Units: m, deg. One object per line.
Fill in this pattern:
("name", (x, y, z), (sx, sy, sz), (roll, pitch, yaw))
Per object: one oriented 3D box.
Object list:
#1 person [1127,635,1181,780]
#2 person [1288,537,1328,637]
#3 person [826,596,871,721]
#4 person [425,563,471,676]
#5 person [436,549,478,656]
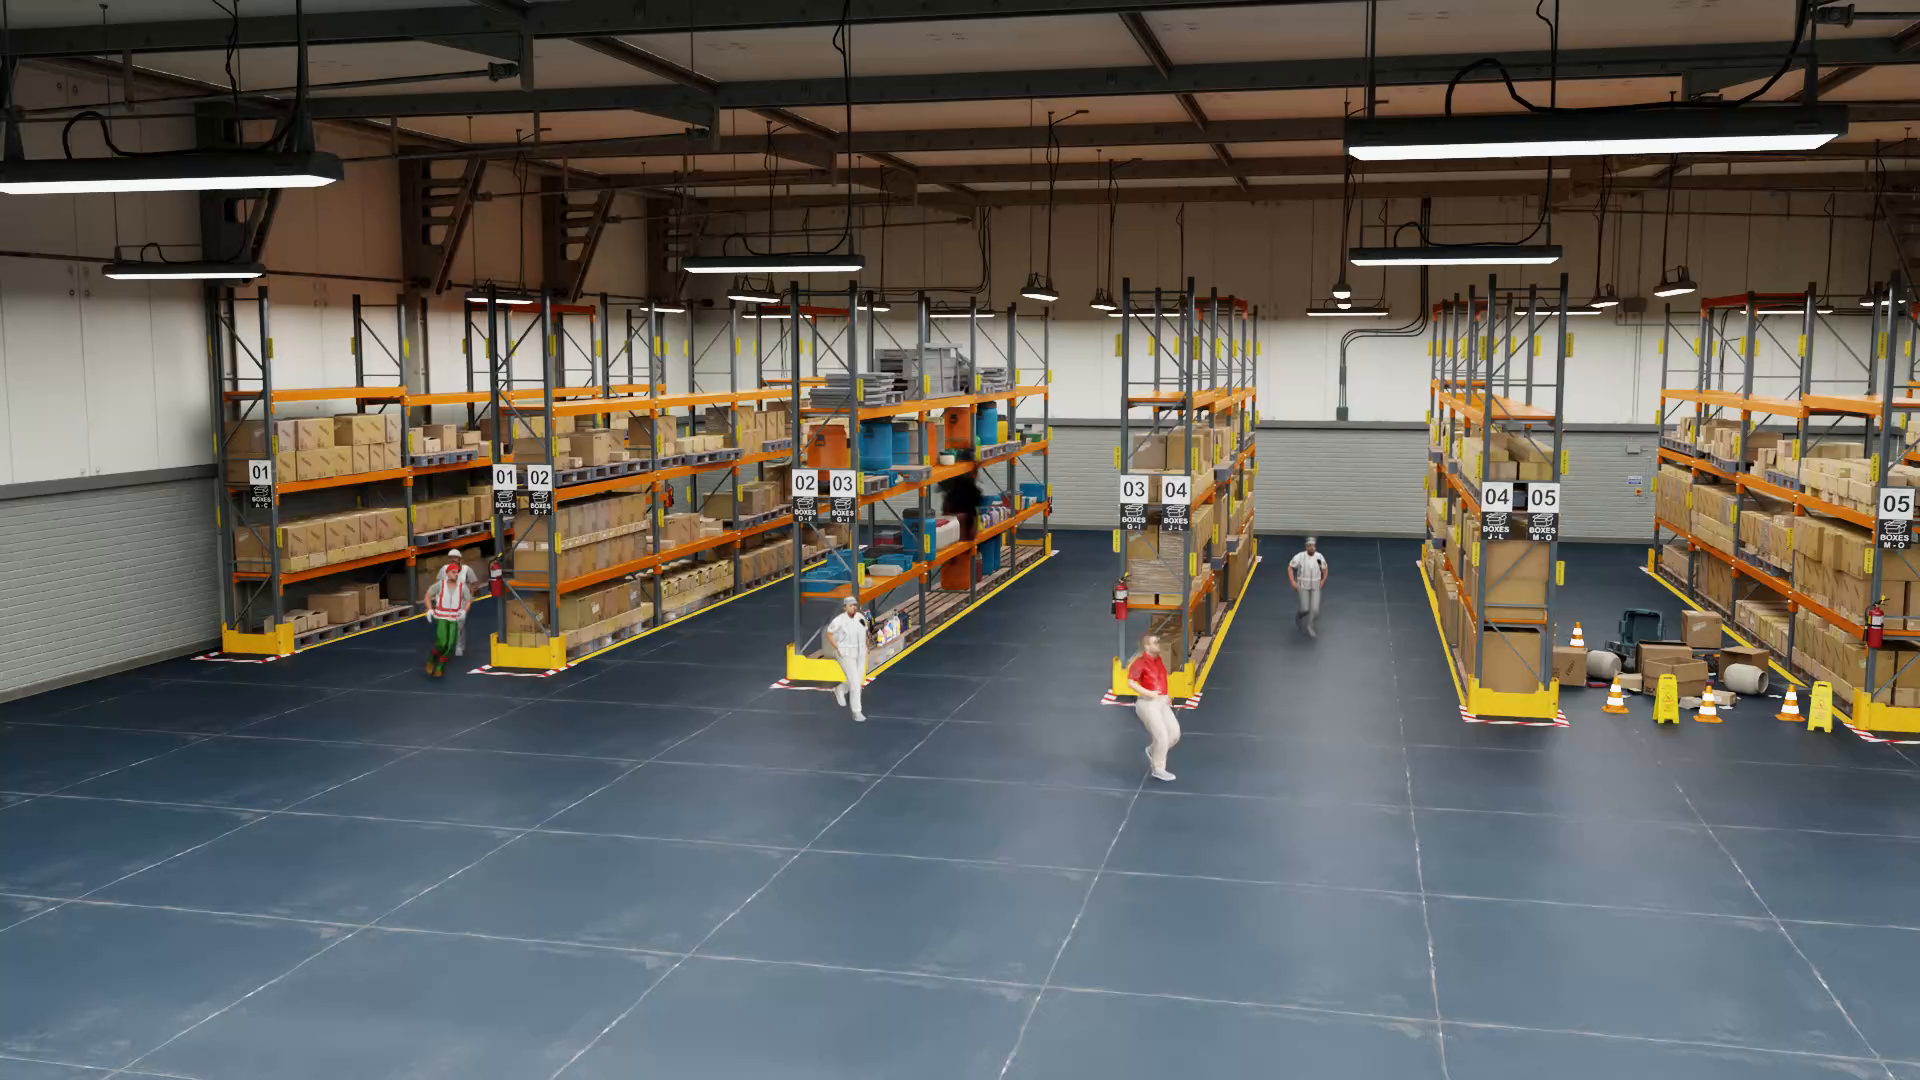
("person", (2.294, 1.949, 19.429), (0.559, 1.665, 0.655), (5, 9, 40))
("person", (6.098, 0.808, 29.091), (0.694, 1.744, 0.571), (0, 7, 0))
("person", (-1.506, 1.592, 22.694), (0.562, 1.673, 0.799), (-5, 8, -36))
("person", (-7.805, 1.225, 25.409), (0.710, 1.730, 0.544), (-4, 8, -32))
("person", (-8.270, 1.009, 27.335), (0.711, 1.742, 0.630), (0, 7, -1))
